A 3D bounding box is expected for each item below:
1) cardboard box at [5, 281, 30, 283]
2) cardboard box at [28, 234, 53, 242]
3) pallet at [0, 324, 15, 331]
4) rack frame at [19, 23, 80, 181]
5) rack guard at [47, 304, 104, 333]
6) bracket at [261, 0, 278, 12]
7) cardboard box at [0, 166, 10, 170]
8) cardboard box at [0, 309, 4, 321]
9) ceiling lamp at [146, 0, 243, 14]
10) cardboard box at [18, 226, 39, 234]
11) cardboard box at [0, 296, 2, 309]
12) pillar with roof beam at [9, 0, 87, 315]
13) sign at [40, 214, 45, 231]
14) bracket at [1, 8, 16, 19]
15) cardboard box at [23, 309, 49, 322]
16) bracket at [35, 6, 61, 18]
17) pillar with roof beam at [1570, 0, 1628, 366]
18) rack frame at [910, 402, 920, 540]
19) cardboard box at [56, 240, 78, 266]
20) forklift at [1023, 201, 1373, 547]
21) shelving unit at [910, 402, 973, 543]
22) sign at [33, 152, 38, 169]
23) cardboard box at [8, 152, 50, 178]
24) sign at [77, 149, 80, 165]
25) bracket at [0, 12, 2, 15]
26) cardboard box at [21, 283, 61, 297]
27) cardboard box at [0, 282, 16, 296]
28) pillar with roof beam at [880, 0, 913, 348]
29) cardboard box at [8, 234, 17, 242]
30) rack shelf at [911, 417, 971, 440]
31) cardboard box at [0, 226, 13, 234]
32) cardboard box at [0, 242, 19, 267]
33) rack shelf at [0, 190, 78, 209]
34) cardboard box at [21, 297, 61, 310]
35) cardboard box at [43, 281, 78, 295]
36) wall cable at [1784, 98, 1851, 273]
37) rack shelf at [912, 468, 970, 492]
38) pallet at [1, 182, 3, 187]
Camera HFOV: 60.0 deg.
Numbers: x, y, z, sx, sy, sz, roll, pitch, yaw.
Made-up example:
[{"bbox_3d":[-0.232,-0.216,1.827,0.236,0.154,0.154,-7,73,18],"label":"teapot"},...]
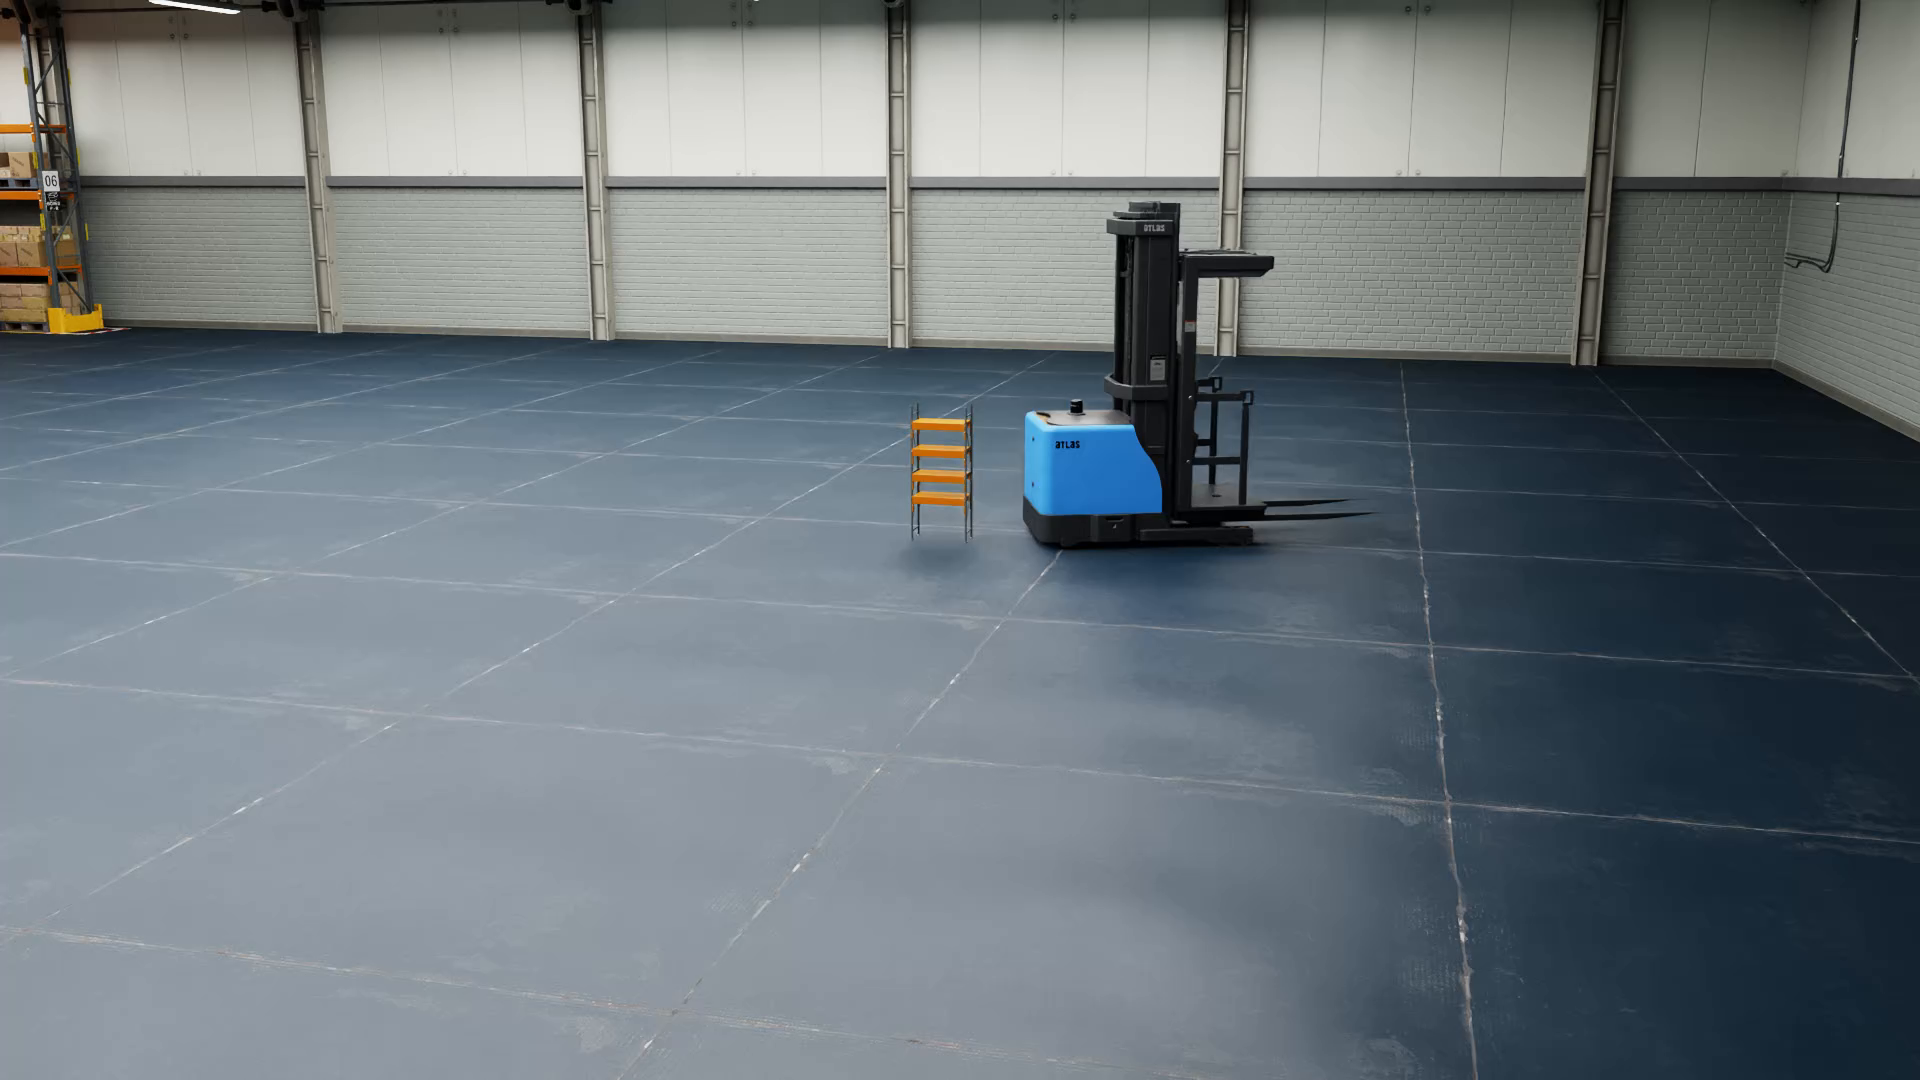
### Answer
[{"bbox_3d":[-19.514,-5.232,34.459,0.500,0.250,0.500,3,13,13],"label":"cardboard box"},{"bbox_3d":[-18.527,-6.087,33.517,0.250,0.149,0.380,3,13,14],"label":"cardboard box"},{"bbox_3d":[-20.057,-4.496,34.511,1.213,0.211,1.003,3,13,14],"label":"pallet"},{"bbox_3d":[-18.124,-8.691,33.132,0.127,3.000,1.000,3,13,14],"label":"rack frame"},{"bbox_3d":[-18.100,-4.541,34.047,0.348,0.500,1.175,3,13,14],"label":"rack guard"},{"bbox_3d":[-13.247,-10.310,32.117,0.430,0.232,0.235,3,13,14],"label":"bracket"},{"bbox_3d":[-19.247,-7.408,33.381,0.258,0.266,0.396,3,13,14],"label":"cardboard box"},{"bbox_3d":[-19.620,-4.639,34.096,0.500,0.250,0.500,3,13,14],"label":"cardboard box"},{"bbox_3d":[-12.464,-10.380,27.267,0.800,3.185,2.000,3,13,14],"label":"ceiling lamp"},{"bbox_3d":[-18.769,-6.254,33.581,0.250,0.149,0.380,3,13,14],"label":"cardboard box"},{"bbox_3d":[-19.662,-4.880,34.026,0.500,0.250,0.500,3,13,12],"label":"cardboard box"},{"bbox_3d":[-19.615,-8.012,30.069,0.548,9.000,9.100,3,13,14],"label":"pillar with roof beam"},{"bbox_3d":[-18.267,-6.330,33.120,0.005,0.325,0.100,3,13,14],"label":"sign"},{"bbox_3d":[-19.072,-10.621,33.520,0.430,0.232,0.235,3,13,14],"label":"bracket"},{"bbox_3d":[-18.656,-4.583,33.845,0.500,0.250,0.500,3,13,14],"label":"cardboard box"},{"bbox_3d":[-18.266,-10.578,33.326,0.430,0.232,0.235,3,13,14],"label":"bracket"},{"bbox_3d":[9.511,-6.455,23.052,0.400,9.000,9.100,3,13,14],"label":"pillar with roof beam"},{"bbox_3d":[-0.398,-0.607,14.700,0.015,1.200,0.240,3,13,14],"label":"rack frame"},{"bbox_3d":[-18.538,-5.896,34.151,0.500,0.500,0.500,3,13,15],"label":"cardboard box"},{"bbox_3d":[2.132,-1.487,14.668,3.031,2.935,1.130,-2,13,-7],"label":"forklift"},{"bbox_3d":[-0.161,-0.594,14.643,0.503,1.200,0.258,3,13,14],"label":"shelving unit"},{"bbox_3d":[-18.267,-7.507,32.859,0.005,0.325,0.100,3,13,14],"label":"sign"},{"bbox_3d":[-18.612,-7.501,33.263,0.500,0.500,0.500,3,13,15],"label":"cardboard box"},{"bbox_3d":[-17.985,-7.809,33.879,0.005,0.325,0.100,3,13,14],"label":"sign"},{"bbox_3d":[-21.573,-10.755,34.123,4.783,0.066,0.076,3,13,14],"label":"bracket"},{"bbox_3d":[-18.646,-5.072,33.738,0.500,0.250,0.500,4,13,15],"label":"cardboard box"},{"bbox_3d":[-19.635,-5.121,33.961,0.500,0.250,0.500,3,13,14],"label":"cardboard box"},{"bbox_3d":[-2.140,-7.078,25.859,0.548,9.000,9.100,3,13,14],"label":"pillar with roof beam"},{"bbox_3d":[-19.020,-6.121,33.667,0.250,0.149,0.380,3,13,15],"label":"cardboard box"},{"bbox_3d":[-0.161,-0.978,14.557,0.480,0.148,0.258,3,13,14],"label":"rack shelf"},{"bbox_3d":[-19.253,-6.290,33.745,0.250,0.149,0.380,3,13,14],"label":"cardboard box"},{"bbox_3d":[-19.166,-5.811,33.768,0.500,0.500,0.500,3,13,15],"label":"cardboard box"},{"bbox_3d":[-20.066,-6.980,34.003,4.000,0.370,1.077,3,13,14],"label":"rack shelf"},{"bbox_3d":[-18.671,-4.829,33.798,0.500,0.250,0.500,3,13,13],"label":"cardboard box"},{"bbox_3d":[-18.545,-5.178,34.218,0.500,0.250,0.500,3,13,13],"label":"cardboard box"},{"bbox_3d":[13.086,-5.413,25.526,0.112,2.526,3.097,3,13,14],"label":"wall cable"},{"bbox_3d":[-0.161,-0.529,14.657,0.480,0.148,0.258,3,13,14],"label":"rack shelf"},{"bbox_3d":[-19.992,-7.289,33.940,1.213,0.211,1.003,3,13,14],"label":"pallet"}]
